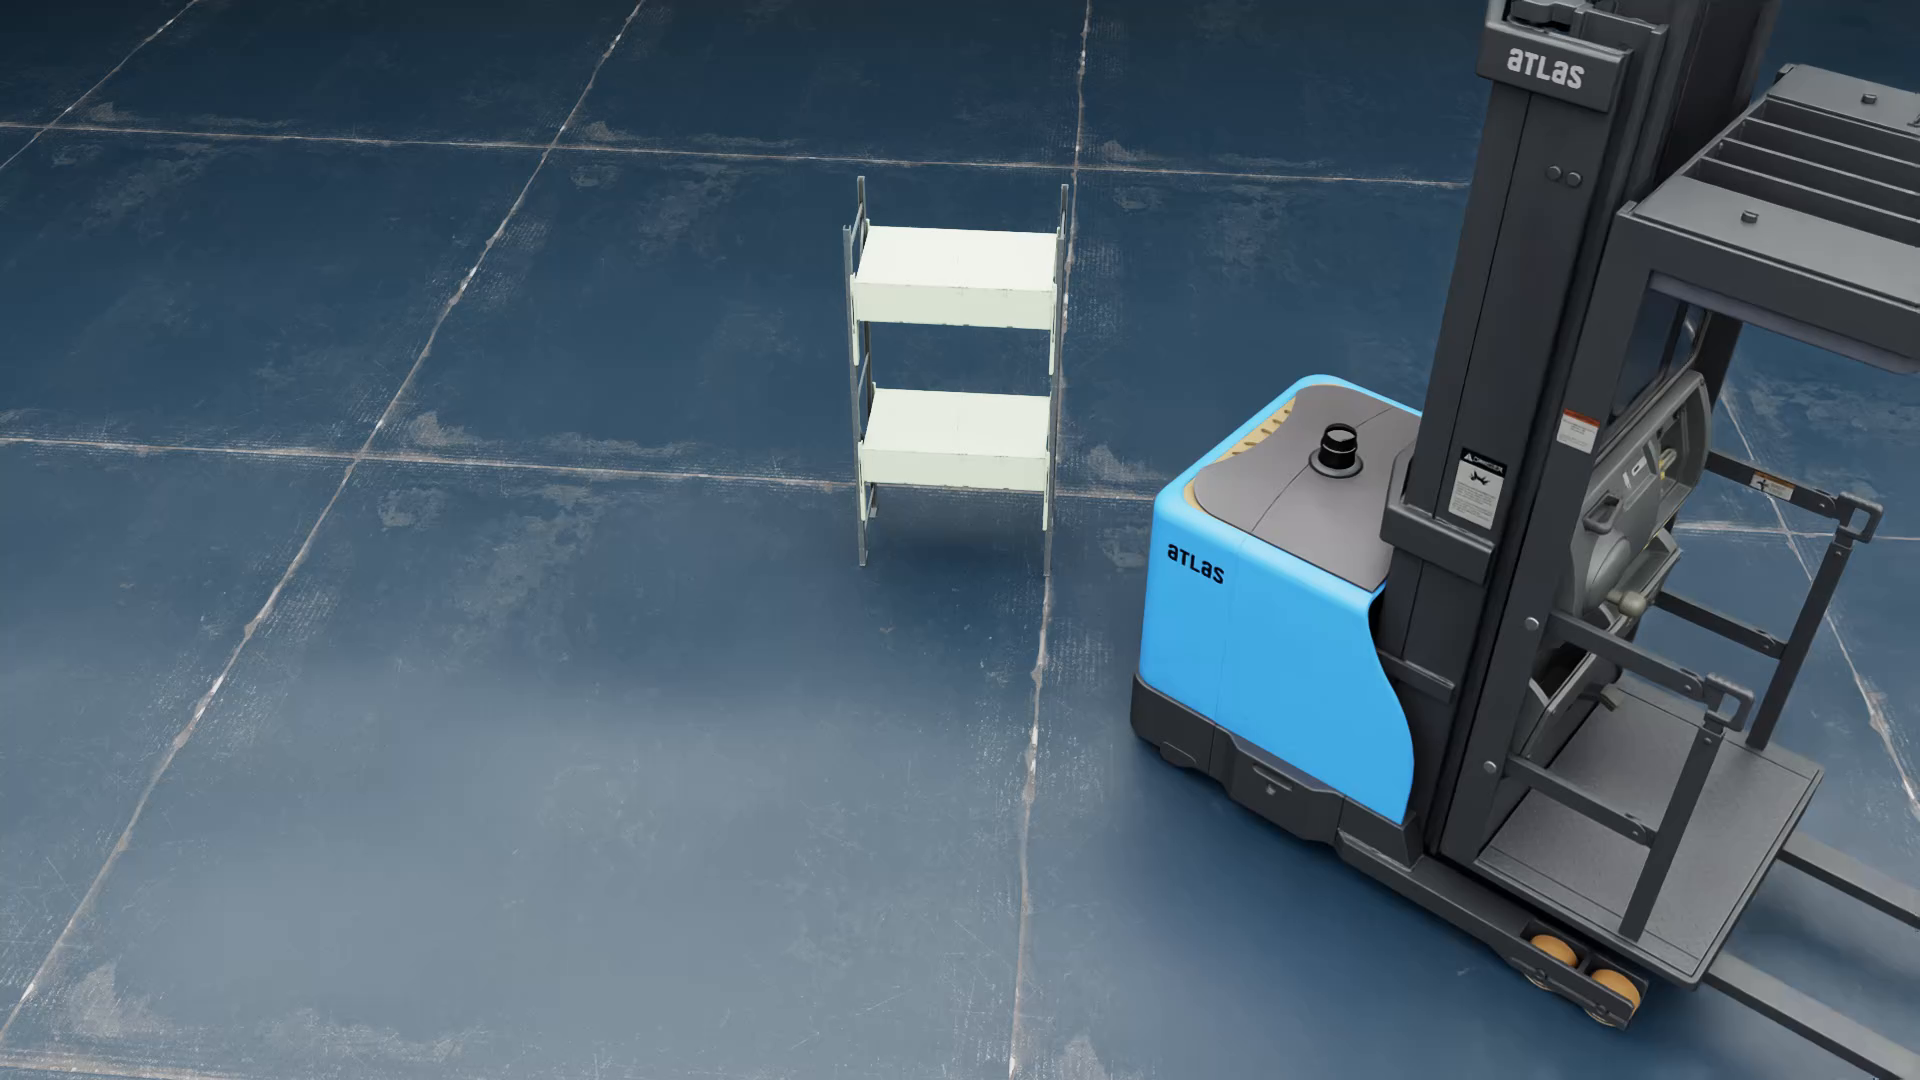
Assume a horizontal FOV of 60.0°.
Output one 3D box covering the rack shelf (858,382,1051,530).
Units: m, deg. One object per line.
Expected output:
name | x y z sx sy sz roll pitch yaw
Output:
rack shelf | -0.007 -0.329 6.483 0.720 0.370 0.431 3 39 4

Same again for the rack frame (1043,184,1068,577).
rack frame | 0.358 -0.562 6.252 0.023 1.500 0.400 3 39 4

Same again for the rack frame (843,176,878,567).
rack frame | -0.371 -0.602 6.301 0.023 1.500 0.400 3 39 4

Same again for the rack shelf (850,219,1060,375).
rack shelf | -0.007 -0.885 6.031 0.720 0.370 0.431 3 39 4

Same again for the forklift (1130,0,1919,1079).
forklift | 2.046 -0.068 4.512 3.031 2.935 1.130 28 47 30

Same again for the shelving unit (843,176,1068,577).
shelving unit | -0.007 -0.582 6.277 0.755 1.500 0.431 3 39 4
